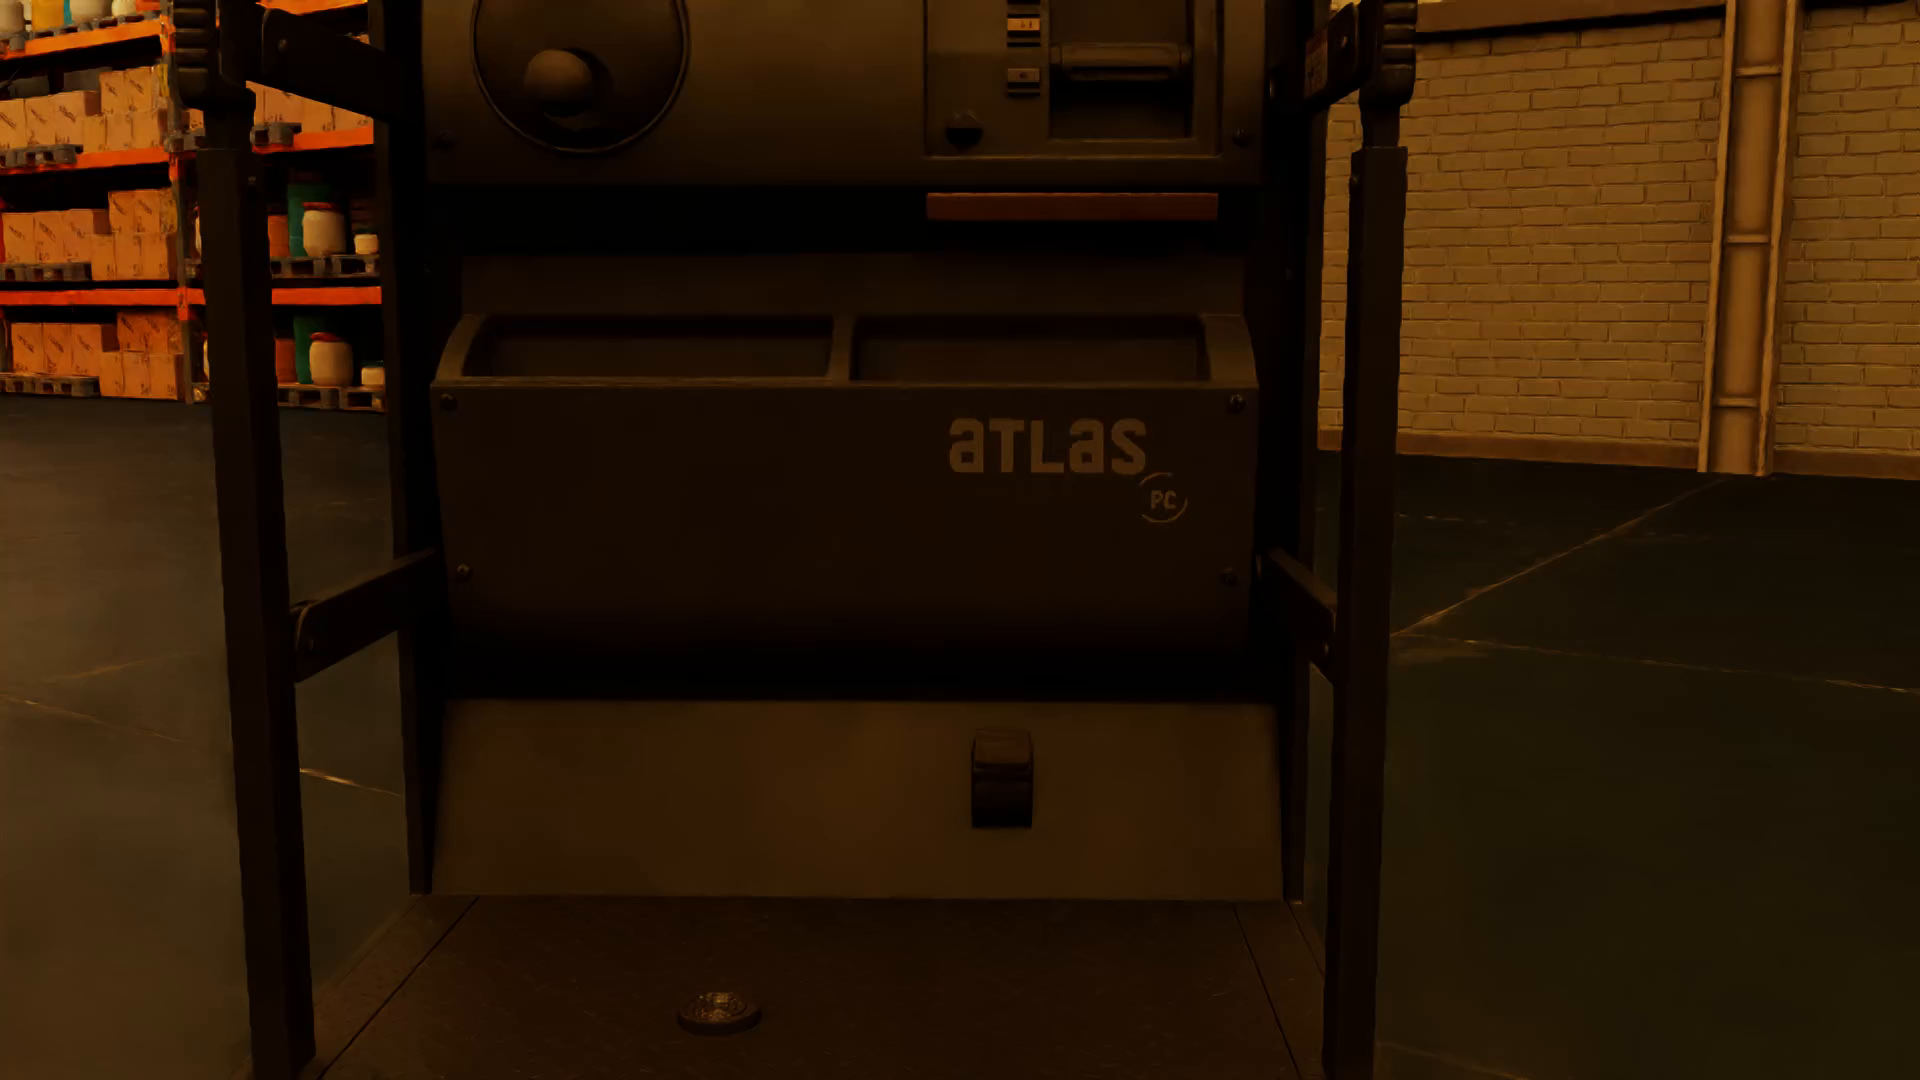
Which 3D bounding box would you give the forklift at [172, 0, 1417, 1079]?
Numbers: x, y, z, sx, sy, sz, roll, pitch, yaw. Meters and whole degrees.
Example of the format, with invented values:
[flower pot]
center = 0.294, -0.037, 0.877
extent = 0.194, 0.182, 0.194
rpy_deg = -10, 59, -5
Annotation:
[forklift]
center = -0.132, -0.634, 1.652
extent = 1.130, 2.935, 3.031
rpy_deg = 0, 8, 1
